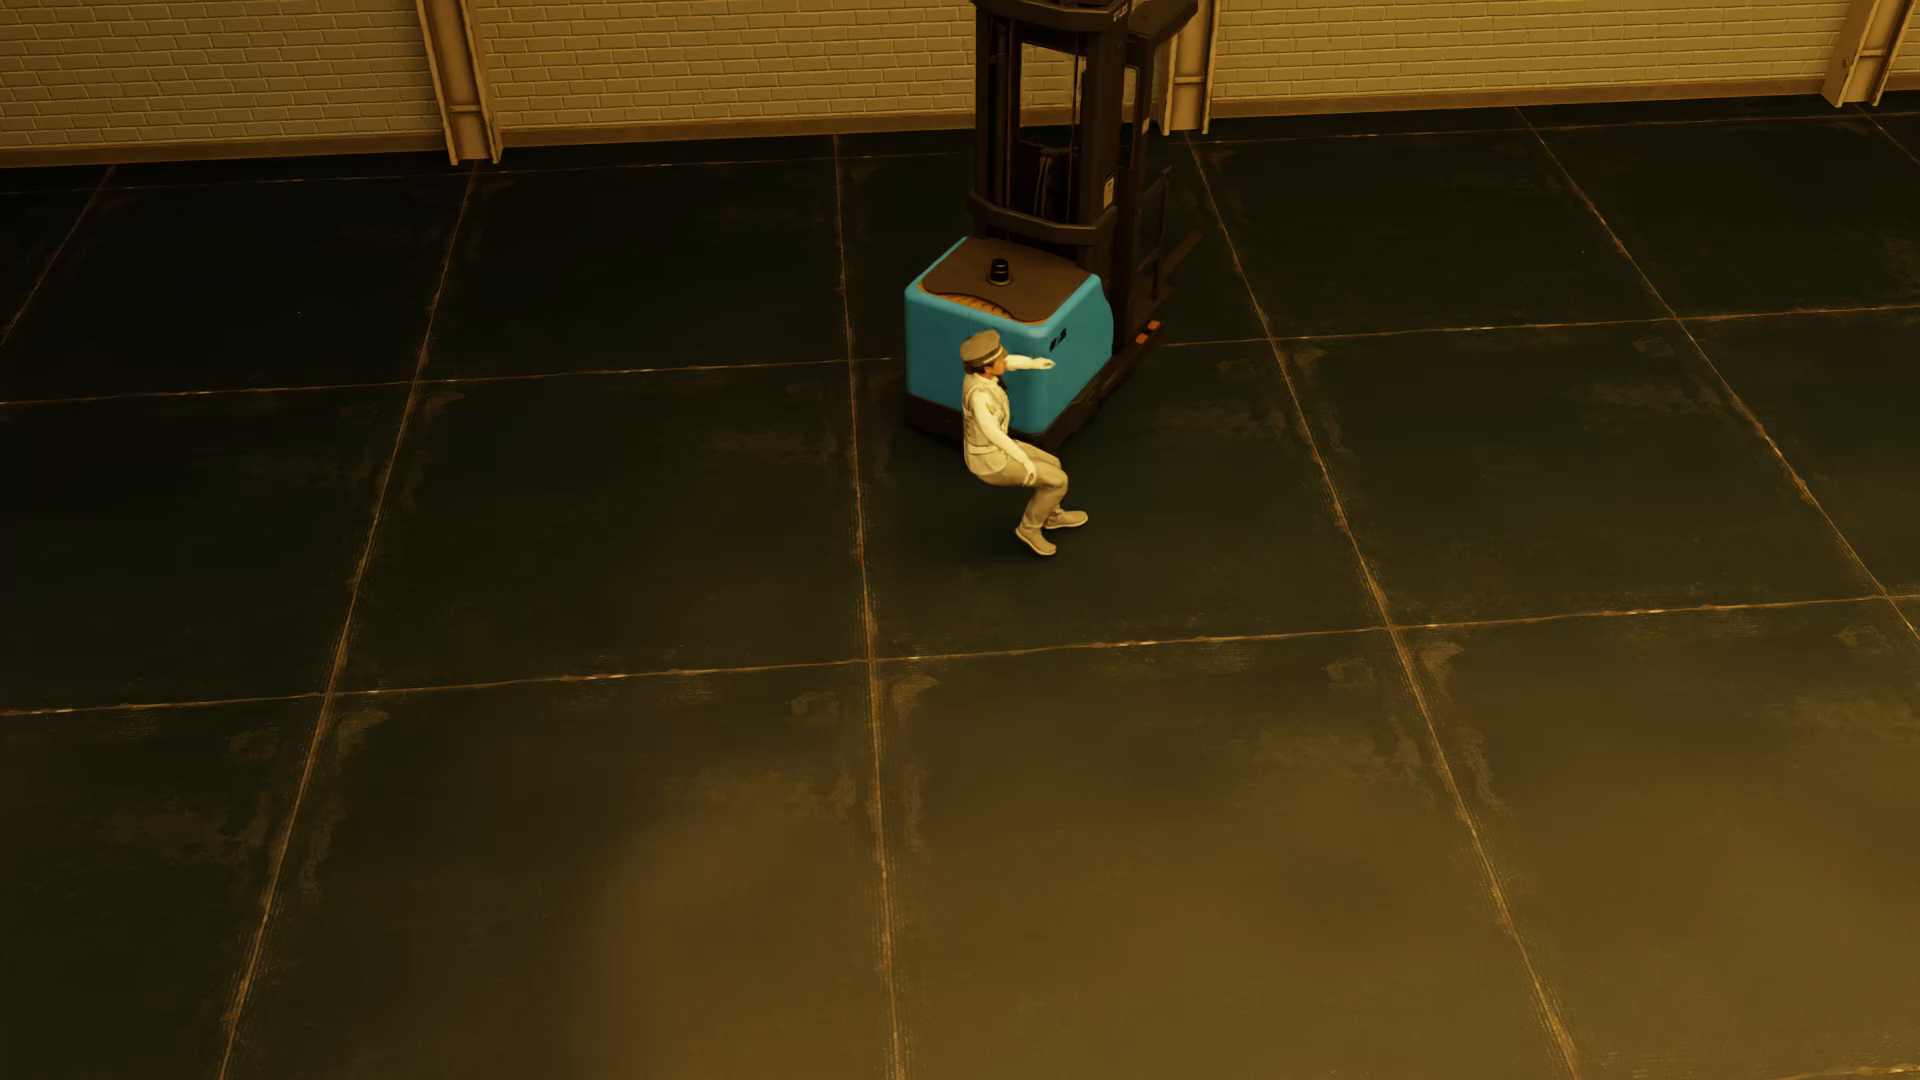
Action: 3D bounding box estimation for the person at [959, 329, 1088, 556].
[{"bbox_3d":[0.411,-0.565,9.723,0.808,1.458,1.013,-7,41,-8],"label":"person"}]

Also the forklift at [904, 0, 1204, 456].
[{"bbox_3d":[0.802,-2.535,10.902,1.130,2.935,3.031,21,45,22],"label":"forklift"}]
